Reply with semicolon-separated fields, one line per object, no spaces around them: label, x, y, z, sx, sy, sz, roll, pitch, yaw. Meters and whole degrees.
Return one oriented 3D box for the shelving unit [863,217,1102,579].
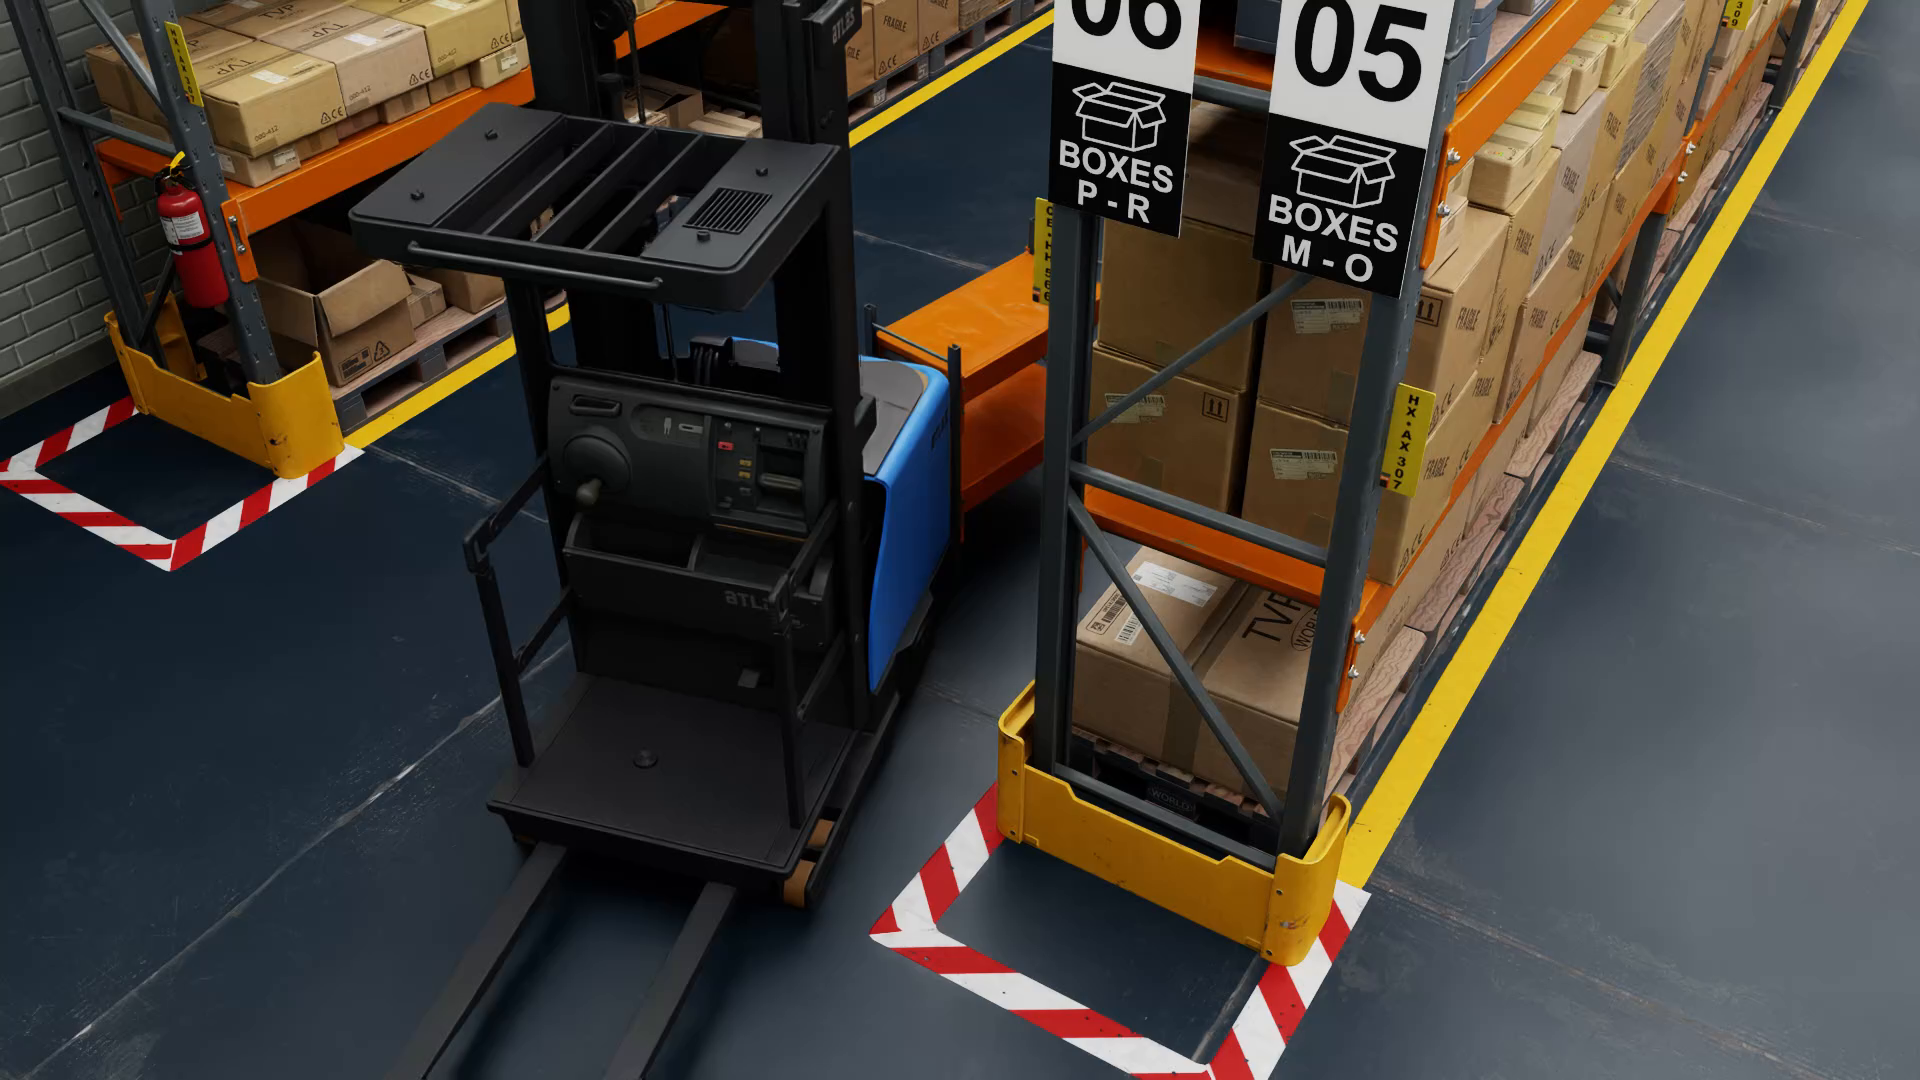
shelving unit;0.152;-0.619;7.132;0.538;1.125;1.048;29;46;32

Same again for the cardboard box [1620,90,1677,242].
cardboard box;2.544;-1.581;6.762;0.500;0.500;0.500;20;42;24

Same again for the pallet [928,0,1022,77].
pallet;-0.289;-3.711;11.891;1.003;0.211;1.213;21;42;25

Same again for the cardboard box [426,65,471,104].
cardboard box;-2.548;-2.213;7.869;0.380;0.149;0.250;22;43;26

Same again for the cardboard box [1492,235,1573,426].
cardboard box;1.739;-0.788;5.734;0.500;0.500;0.500;21;42;25

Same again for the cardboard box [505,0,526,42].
cardboard box;-2.224;-2.688;8.159;0.500;0.250;0.500;20;42;24

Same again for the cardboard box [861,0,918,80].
cardboard box;-0.620;-3.382;10.884;0.500;0.500;0.500;21;42;25

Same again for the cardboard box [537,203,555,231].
cardboard box;-2.223;-1.819;8.856;0.500;0.500;0.500;22;43;26

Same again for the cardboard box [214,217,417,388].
cardboard box;-3.081;-1.152;7.989;0.797;0.503;0.637;19;42;23

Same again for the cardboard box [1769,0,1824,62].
cardboard box;5.301;-3.606;11.280;0.950;0.372;0.625;18;41;22

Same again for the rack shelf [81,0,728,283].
rack shelf;-2.417;-2.437;8.543;1.077;0.370;4.000;21;42;25

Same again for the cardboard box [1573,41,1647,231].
cardboard box;2.009;-1.453;5.777;0.500;0.500;0.500;21;42;25

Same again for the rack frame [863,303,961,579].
rack frame;-0.190;-0.389;6.834;0.500;1.125;0.032;29;46;32

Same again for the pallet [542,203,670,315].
pallet;-2.368;-1.663;9.234;1.003;0.211;1.213;21;42;25

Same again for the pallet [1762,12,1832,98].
pallet;5.410;-3.491;11.605;1.003;0.211;1.213;21;42;25

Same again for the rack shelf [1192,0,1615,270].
rack shelf;1.776;-2.003;5.524;1.077;0.370;4.000;21;42;25

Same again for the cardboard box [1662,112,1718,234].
cardboard box;3.589;-2.270;9.134;0.875;0.875;0.875;22;43;26

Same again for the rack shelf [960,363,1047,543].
rack shelf;0.152;-0.425;7.281;0.538;0.278;1.000;29;46;32

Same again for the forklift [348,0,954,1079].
forklift;-0.931;-0.188;5.093;1.130;2.935;3.031;10;39;13

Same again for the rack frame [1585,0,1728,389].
rack frame;2.847;-2.131;7.557;1.000;3.000;0.127;21;42;25

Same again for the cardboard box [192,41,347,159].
cardboard box;-3.018;-1.895;7.130;0.500;0.250;0.500;21;42;25

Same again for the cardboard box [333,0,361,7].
cardboard box;-2.920;-2.592;8.035;0.500;0.250;0.500;23;43;26

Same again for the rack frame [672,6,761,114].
rack frame;-1.346;-3.752;9.661;1.000;3.000;0.127;21;42;25

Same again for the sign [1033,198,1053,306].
sign;0.253;-0.806;4.696;0.100;0.325;0.005;21;42;25

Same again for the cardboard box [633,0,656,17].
cardboard box;-1.820;-2.856;8.703;0.380;0.149;0.250;21;42;24

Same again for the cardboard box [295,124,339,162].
cardboard box;-2.984;-1.817;7.356;0.380;0.149;0.250;22;43;26

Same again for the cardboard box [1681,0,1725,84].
cardboard box;2.828;-2.233;6.789;0.500;0.500;0.500;21;42;25

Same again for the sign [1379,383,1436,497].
sign;1.170;-0.258;4.354;0.100;0.325;0.005;21;42;25

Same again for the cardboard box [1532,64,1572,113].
cardboard box;1.666;-1.403;5.181;0.380;0.149;0.250;22;43;26

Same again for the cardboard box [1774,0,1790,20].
cardboard box;4.145;-2.993;8.798;0.500;0.250;0.500;20;42;24

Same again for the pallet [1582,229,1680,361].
pallet;3.197;-1.449;8.957;1.003;0.211;1.213;21;42;25

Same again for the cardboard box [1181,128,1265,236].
cardboard box;0.727;-1.012;4.673;0.380;0.149;0.250;22;43;26

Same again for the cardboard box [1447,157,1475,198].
cardboard box;1.208;-1.012;4.674;0.380;0.149;0.250;22;43;26

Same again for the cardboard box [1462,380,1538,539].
cardboard box;1.941;-0.532;7.238;0.875;0.438;0.875;20;42;24

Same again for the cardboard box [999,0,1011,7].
cardboard box;0.197;-4.177;11.915;0.500;0.500;0.500;23;43;27

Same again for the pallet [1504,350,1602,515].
pallet;2.374;-0.660;7.933;1.003;0.211;1.213;21;42;25

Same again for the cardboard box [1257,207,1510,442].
cardboard box;1.202;-0.659;4.747;0.500;0.500;0.500;20;42;24

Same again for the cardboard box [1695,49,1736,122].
cardboard box;3.306;-2.212;7.785;0.500;0.250;0.500;20;42;24

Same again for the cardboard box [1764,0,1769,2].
cardboard box;3.870;-2.933;8.312;0.500;0.250;0.500;22;43;26

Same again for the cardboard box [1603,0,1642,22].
cardboard box;2.094;-1.790;5.684;0.380;0.149;0.250;21;42;25

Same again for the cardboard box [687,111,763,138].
cardboard box;-1.396;-2.406;9.906;0.380;0.149;0.250;20;42;24
